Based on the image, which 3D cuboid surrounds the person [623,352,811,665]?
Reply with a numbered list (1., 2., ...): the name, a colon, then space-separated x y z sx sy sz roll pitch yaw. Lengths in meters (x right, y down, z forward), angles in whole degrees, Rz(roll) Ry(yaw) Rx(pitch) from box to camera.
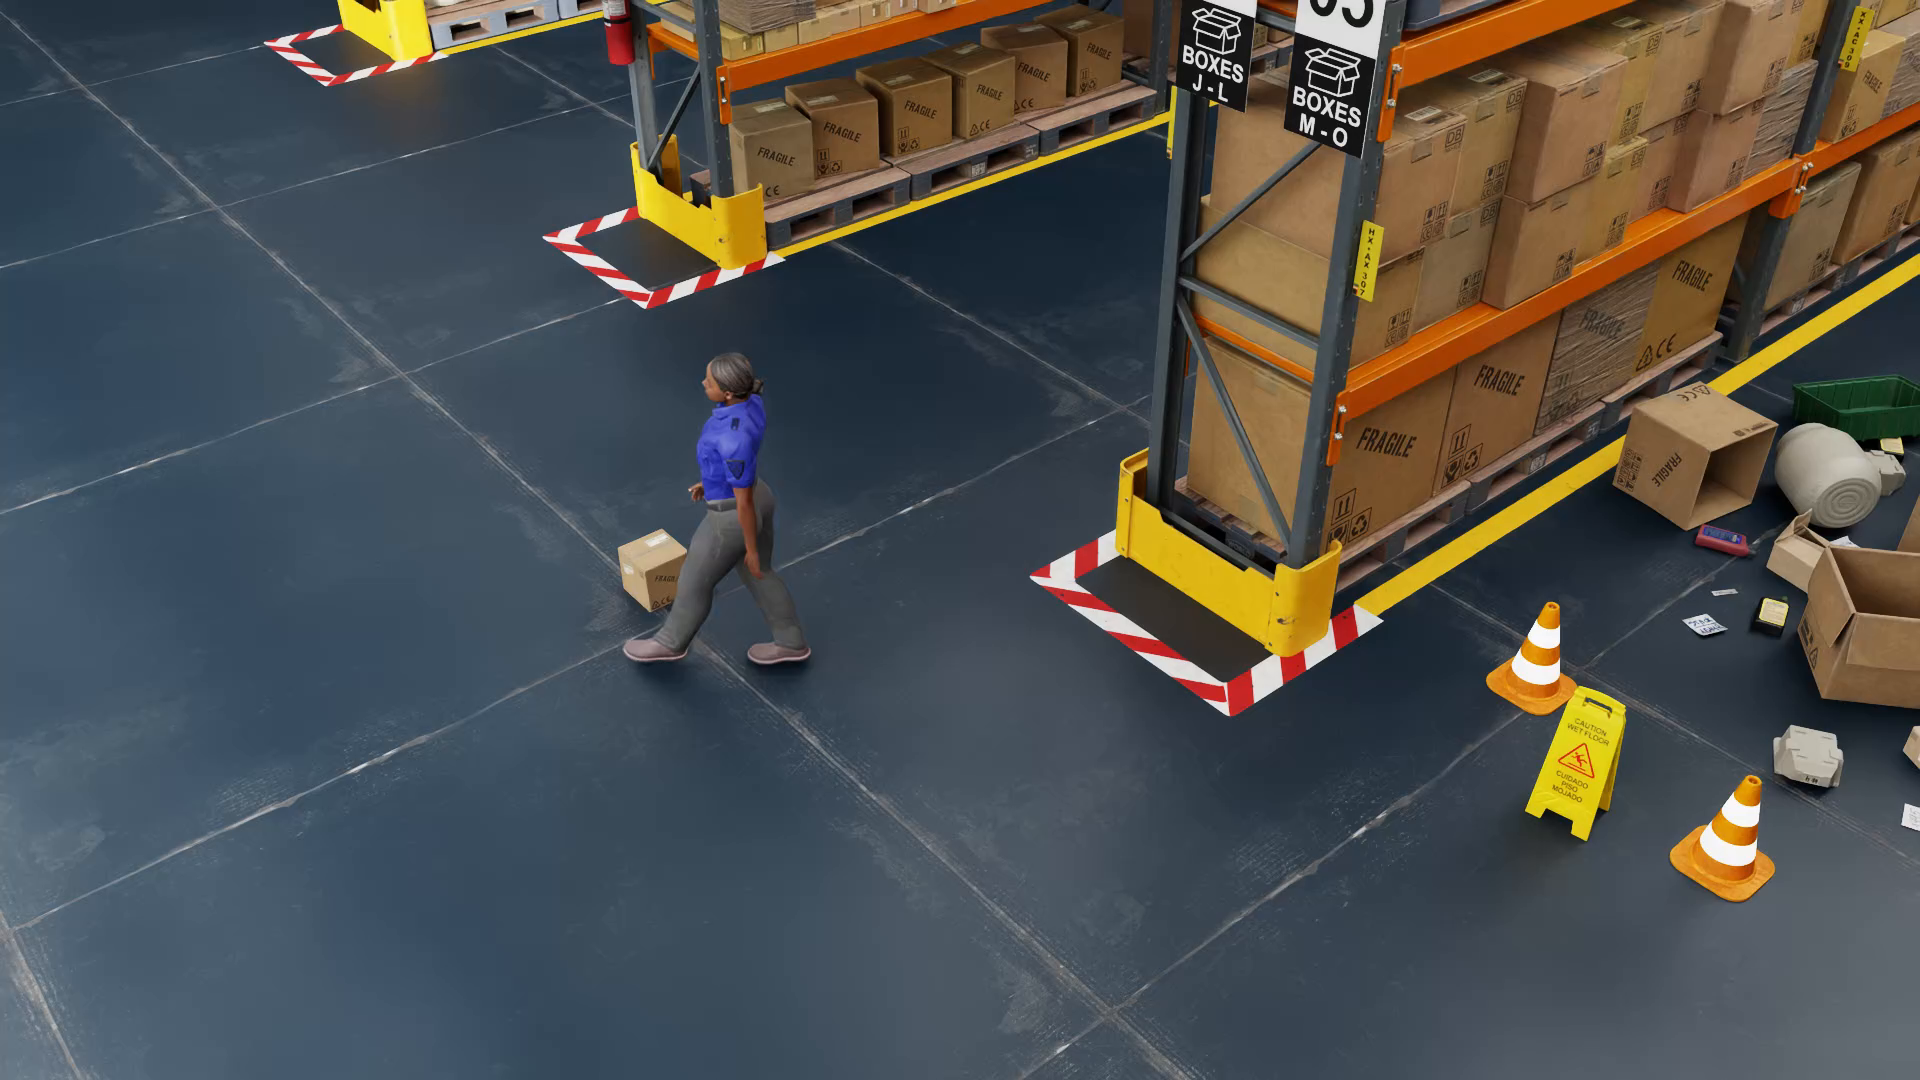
1. person: -1.110 -0.129 7.258 0.844 1.628 0.500 7 37 9
